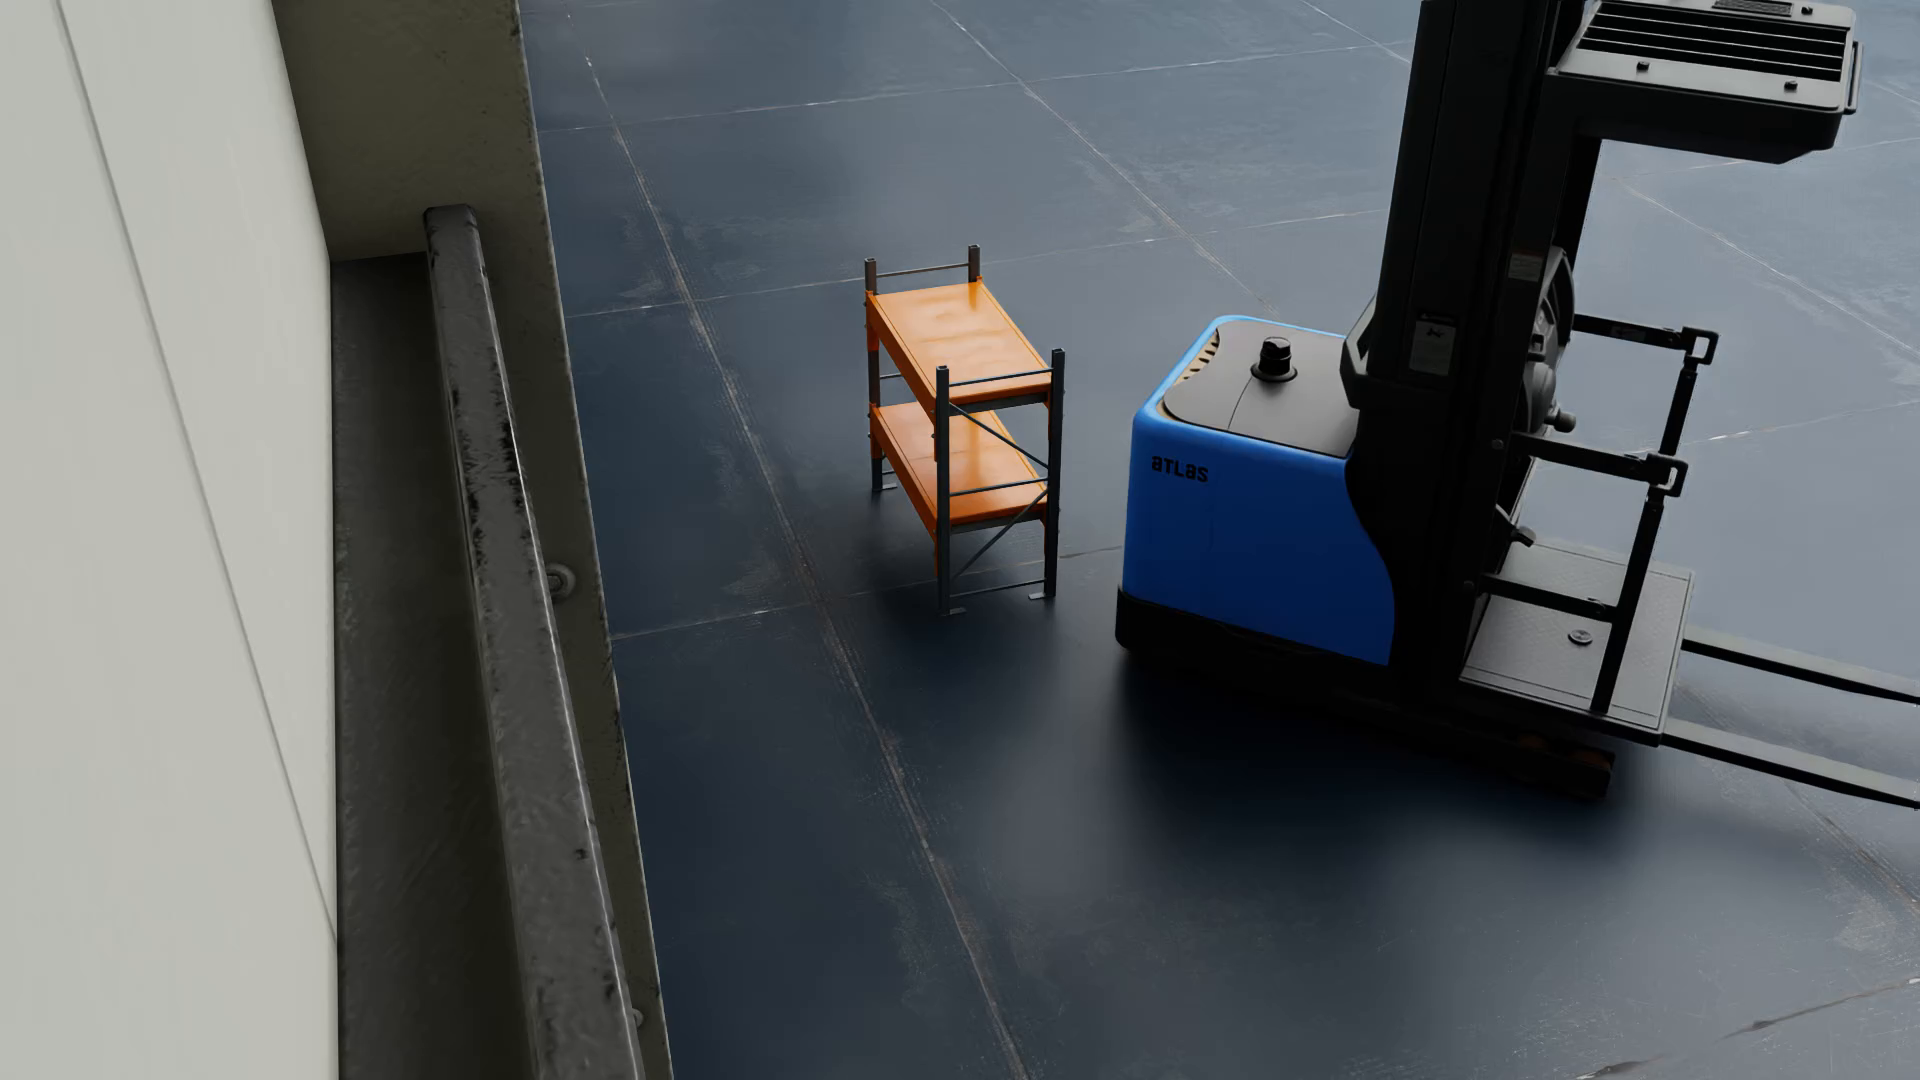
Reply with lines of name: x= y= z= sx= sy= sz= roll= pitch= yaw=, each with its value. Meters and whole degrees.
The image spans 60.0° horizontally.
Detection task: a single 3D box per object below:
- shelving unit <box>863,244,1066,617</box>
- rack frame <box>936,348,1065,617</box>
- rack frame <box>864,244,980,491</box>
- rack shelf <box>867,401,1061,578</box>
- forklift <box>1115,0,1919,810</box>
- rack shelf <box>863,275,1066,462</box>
shelving unit: x=-0.002 y=-0.473 z=6.908 sx=0.538 sy=1.125 sz=1.048 roll=-10 pitch=35 yaw=-15
rack frame: x=0.153 y=-0.206 z=6.504 sx=0.500 sy=1.125 sz=0.032 roll=-10 pitch=35 yaw=-15
rack frame: x=-0.157 y=-0.740 z=7.312 sx=0.500 sy=1.125 sz=0.032 roll=-10 pitch=35 yaw=-15
rack shelf: x=-0.002 y=-0.269 z=7.043 sx=0.538 sy=0.278 sz=1.000 roll=-10 pitch=35 yaw=-15
forklift: x=2.162 y=-0.652 z=5.541 sx=3.031 sy=2.935 sz=1.130 roll=15 pitch=36 yaw=21
rack shelf: x=-0.002 y=-0.717 z=6.746 sx=0.538 sy=0.278 sz=1.000 roll=-10 pitch=35 yaw=-15
